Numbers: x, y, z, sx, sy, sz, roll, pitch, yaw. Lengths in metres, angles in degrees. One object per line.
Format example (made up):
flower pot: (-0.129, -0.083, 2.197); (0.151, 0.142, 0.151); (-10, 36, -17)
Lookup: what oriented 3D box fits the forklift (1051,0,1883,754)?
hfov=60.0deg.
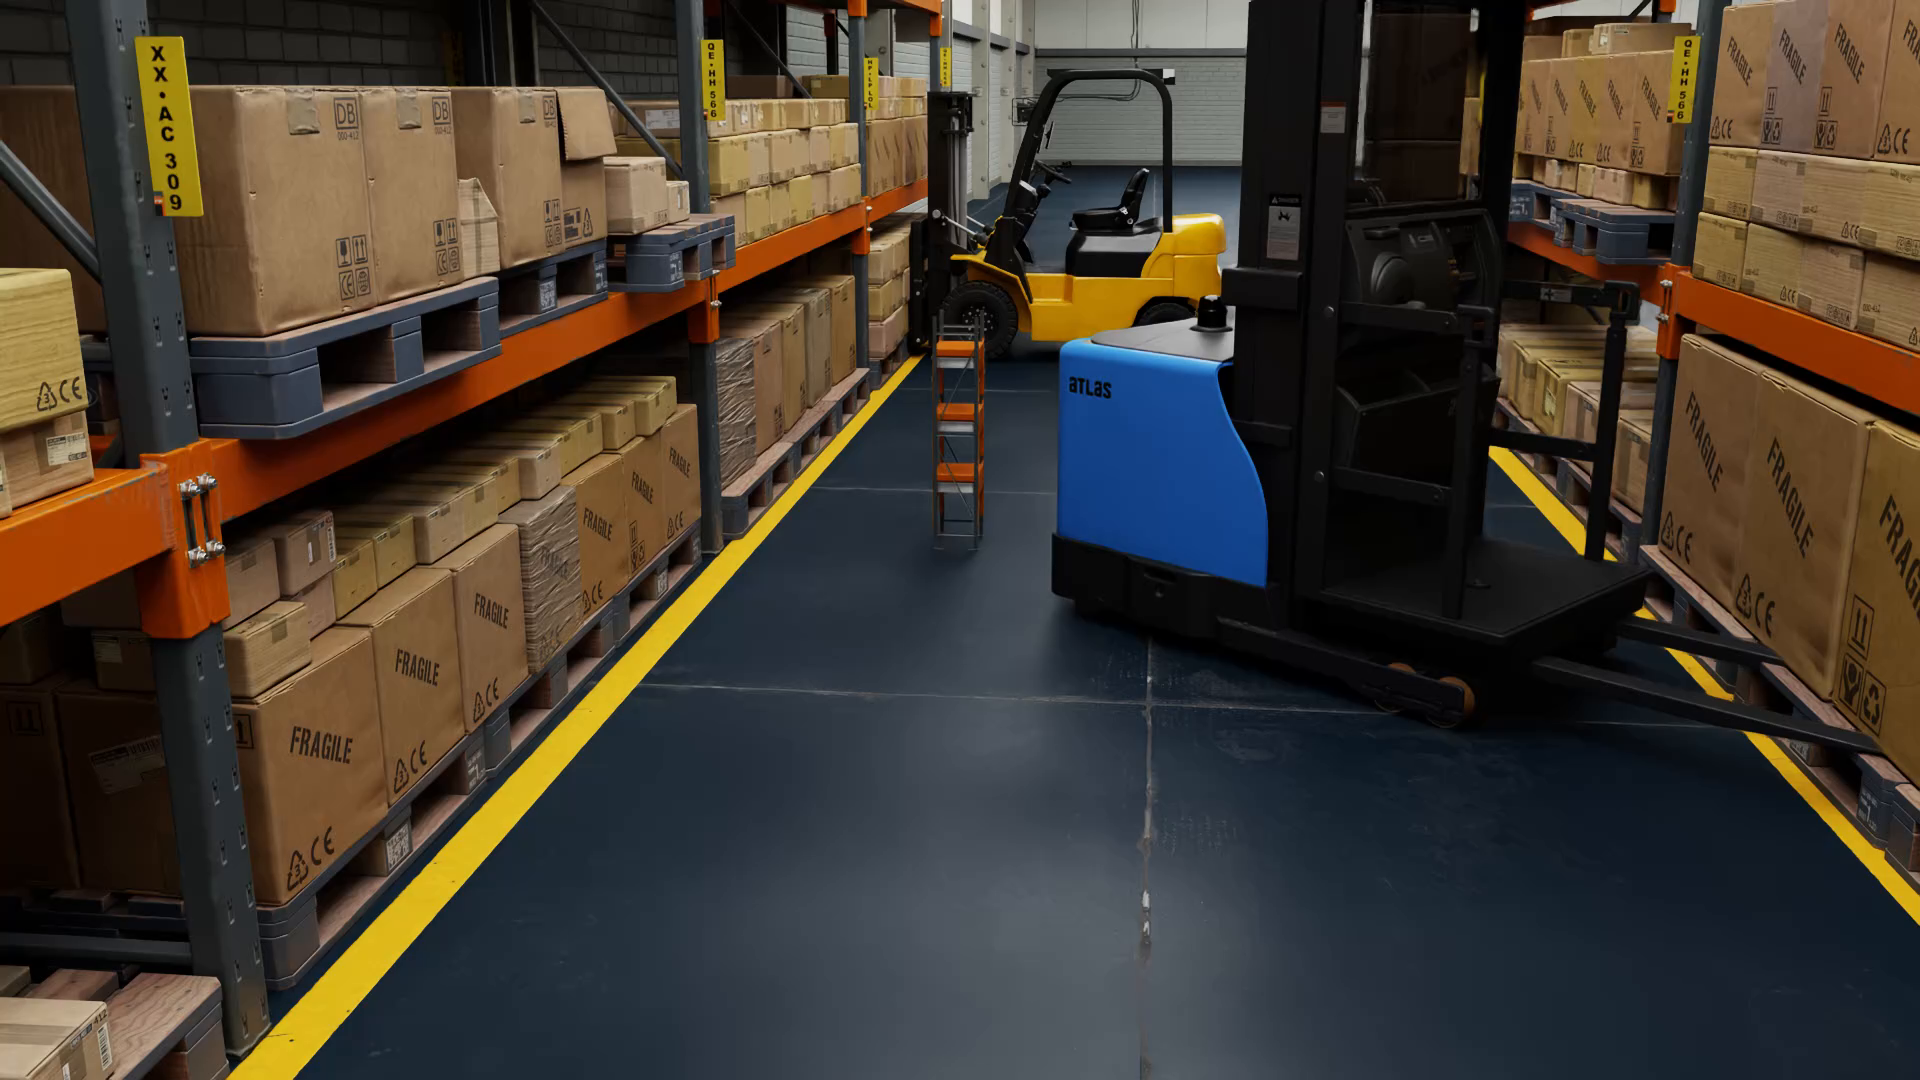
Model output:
forklift: (1.751, -0.954, 5.577); (1.130, 2.935, 3.031); (-14, 21, -42)

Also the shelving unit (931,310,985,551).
shelving unit: (-0.006, -0.493, 7.474); (0.215, 1.050, 0.252); (2, 15, 6)

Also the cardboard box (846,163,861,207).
cardboard box: (-0.915, -2.231, 10.453); (0.500, 0.250, 0.500); (2, 15, 8)

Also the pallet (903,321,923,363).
pallet: (-0.852, -1.618, 13.241); (1.003, 0.211, 1.213); (2, 15, 6)

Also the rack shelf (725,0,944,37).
rack shelf: (-0.892, -4.061, 12.566); (1.077, 0.370, 4.000); (2, 15, 6)

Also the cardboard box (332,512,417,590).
cardboard box: (-1.726, 0.026, 4.560); (0.380, 0.149, 0.250); (1, 15, 5)

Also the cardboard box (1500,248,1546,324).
cardboard box: (3.614, -1.695, 11.211); (0.500, 0.500, 0.500); (1, 15, 5)

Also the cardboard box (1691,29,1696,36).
cardboard box: (3.914, -2.627, 8.821); (0.380, 0.149, 0.250); (1, 15, 4)

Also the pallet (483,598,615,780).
pallet: (-1.831, 0.450, 5.594); (1.003, 0.211, 1.213); (2, 15, 6)

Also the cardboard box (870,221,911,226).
cardboard box: (-0.508, -2.445, 13.504); (0.500, 0.250, 0.500); (2, 15, 7)

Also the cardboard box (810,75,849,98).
cardboard box: (-0.787, -3.021, 11.082); (0.380, 0.149, 0.250); (2, 15, 7)

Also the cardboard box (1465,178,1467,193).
cardboard box: (3.718, -2.462, 11.501); (0.380, 0.149, 0.250); (1, 15, 5)

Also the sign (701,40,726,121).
sign: (-1.029, -1.911, 6.918); (0.100, 0.325, 0.005); (2, 15, 6)

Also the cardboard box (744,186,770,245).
cardboard box: (-1.215, -1.570, 8.009); (0.500, 0.250, 0.500); (1, 15, 5)

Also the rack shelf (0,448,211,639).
rack shelf: (-2.246, 0.499, 1.447); (1.077, 0.370, 4.000); (2, 15, 6)

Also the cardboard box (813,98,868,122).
cardboard box: (-0.821, -2.878, 11.124); (0.380, 0.149, 0.250); (1, 15, 5)

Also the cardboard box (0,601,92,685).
cardboard box: (-2.266, 0.220, 3.843); (0.380, 0.149, 0.250); (1, 15, 4)

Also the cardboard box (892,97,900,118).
cardboard box: (-0.648, -3.209, 12.349); (0.380, 0.149, 0.250); (1, 15, 4)

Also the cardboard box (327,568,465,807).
cardboard box: (-1.692, 0.380, 4.495); (0.500, 0.500, 0.500); (1, 15, 6)

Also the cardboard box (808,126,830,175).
cardboard box: (-1.034, -2.210, 9.417); (0.500, 0.250, 0.500); (2, 15, 7)

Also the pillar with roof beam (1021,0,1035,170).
pillar with roof beam: (6.022, -13.875, 41.735); (9.100, 9.000, 0.400); (2, 15, 6)

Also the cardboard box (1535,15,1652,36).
cardboard box: (4.079, -3.079, 10.624); (0.700, 0.500, 0.500); (2, 15, 6)

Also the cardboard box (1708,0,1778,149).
cardboard box: (3.064, -1.669, 5.981); (0.500, 0.500, 0.500); (1, 15, 4)

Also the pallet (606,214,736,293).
pallet: (-1.576, -1.134, 6.476); (1.213, 0.211, 1.003); (2, 15, 6)

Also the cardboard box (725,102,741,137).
cardboard box: (-1.212, -1.909, 7.541); (0.380, 0.149, 0.250); (2, 15, 7)

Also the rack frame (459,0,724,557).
rack frame: (-1.569, -1.404, 7.108); (1.000, 3.000, 0.127); (2, 15, 6)

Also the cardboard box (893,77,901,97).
cardboard box: (-0.665, -3.487, 12.807); (0.380, 0.149, 0.250); (2, 15, 7)

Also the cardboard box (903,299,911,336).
cardboard box: (-0.650, -1.699, 12.660); (0.500, 0.250, 0.500); (2, 15, 7)

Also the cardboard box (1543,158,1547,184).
cardboard box: (3.345, -1.974, 8.892); (0.380, 0.149, 0.250); (2, 15, 7)

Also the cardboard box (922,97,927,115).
cardboard box: (-0.427, -3.675, 14.073); (0.380, 0.149, 0.250); (2, 15, 7)

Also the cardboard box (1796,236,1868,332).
cardboard box: (2.952, -0.797, 5.152); (0.500, 0.250, 0.500); (2, 15, 8)

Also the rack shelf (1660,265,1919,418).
rack shelf: (3.137, -0.393, 4.747); (1.077, 0.370, 4.000); (2, 15, 6)

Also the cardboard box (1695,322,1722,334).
cardboard box: (5.287, -1.329, 11.614); (0.500, 0.500, 0.500); (-14, 20, -42)

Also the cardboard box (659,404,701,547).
cardboard box: (-1.404, -0.284, 6.951); (0.500, 0.500, 0.500); (2, 15, 8)

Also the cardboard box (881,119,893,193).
cardboard box: (-0.766, -2.733, 11.831); (0.500, 0.500, 0.500); (2, 15, 7)

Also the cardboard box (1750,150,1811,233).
cardboard box: (3.001, -1.170, 5.571); (0.500, 0.250, 0.500); (2, 15, 8)

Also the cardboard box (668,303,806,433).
cardboard box: (-1.344, -0.966, 9.234); (0.875, 0.625, 0.625); (1, 15, 4)

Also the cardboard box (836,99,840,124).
cardboard box: (-0.947, -2.640, 10.246); (0.380, 0.149, 0.250); (1, 15, 5)

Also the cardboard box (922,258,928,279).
cardboard box: (-0.516, -2.196, 13.542); (0.500, 0.250, 0.500); (1, 15, 5)

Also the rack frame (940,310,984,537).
rack frame: (0.008, -0.525, 7.591); (0.200, 1.050, 0.008); (2, 15, 6)

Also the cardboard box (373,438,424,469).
cardboard box: (-2.031, -0.250, 5.583); (0.380, 0.149, 0.250); (2, 15, 7)

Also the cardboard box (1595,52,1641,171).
cardboard box: (3.186, -1.914, 7.428); (0.500, 0.500, 0.500); (1, 15, 5)

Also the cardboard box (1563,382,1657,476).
cardboard box: (3.512, -0.531, 8.109); (0.950, 0.372, 0.625); (1, 15, 5)

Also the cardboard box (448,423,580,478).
cardboard box: (-1.550, -0.307, 5.793); (0.380, 0.149, 0.250); (1, 15, 5)

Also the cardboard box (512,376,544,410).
cardboard box: (-1.938, -0.587, 6.829); (0.380, 0.149, 0.250); (2, 15, 9)

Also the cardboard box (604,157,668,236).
cardboard box: (-1.367, -1.251, 6.026); (0.500, 0.250, 0.500); (1, 15, 4)

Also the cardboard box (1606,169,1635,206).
cardboard box: (3.108, -1.571, 7.401); (0.380, 0.149, 0.250); (2, 15, 6)

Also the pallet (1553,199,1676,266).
pallet: (3.338, -1.354, 7.292); (1.213, 0.211, 1.003); (2, 15, 6)

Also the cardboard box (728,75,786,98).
cardboard box: (-1.382, -3.038, 11.148); (0.380, 0.149, 0.250); (2, 15, 6)

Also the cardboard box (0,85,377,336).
cardboard box: (-1.744, -0.737, 3.644); (0.700, 0.500, 0.500); (2, 15, 8)

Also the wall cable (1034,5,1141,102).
wall cable: (3.391, -13.228, 45.291); (3.097, 2.526, 0.112); (2, 15, 6)
